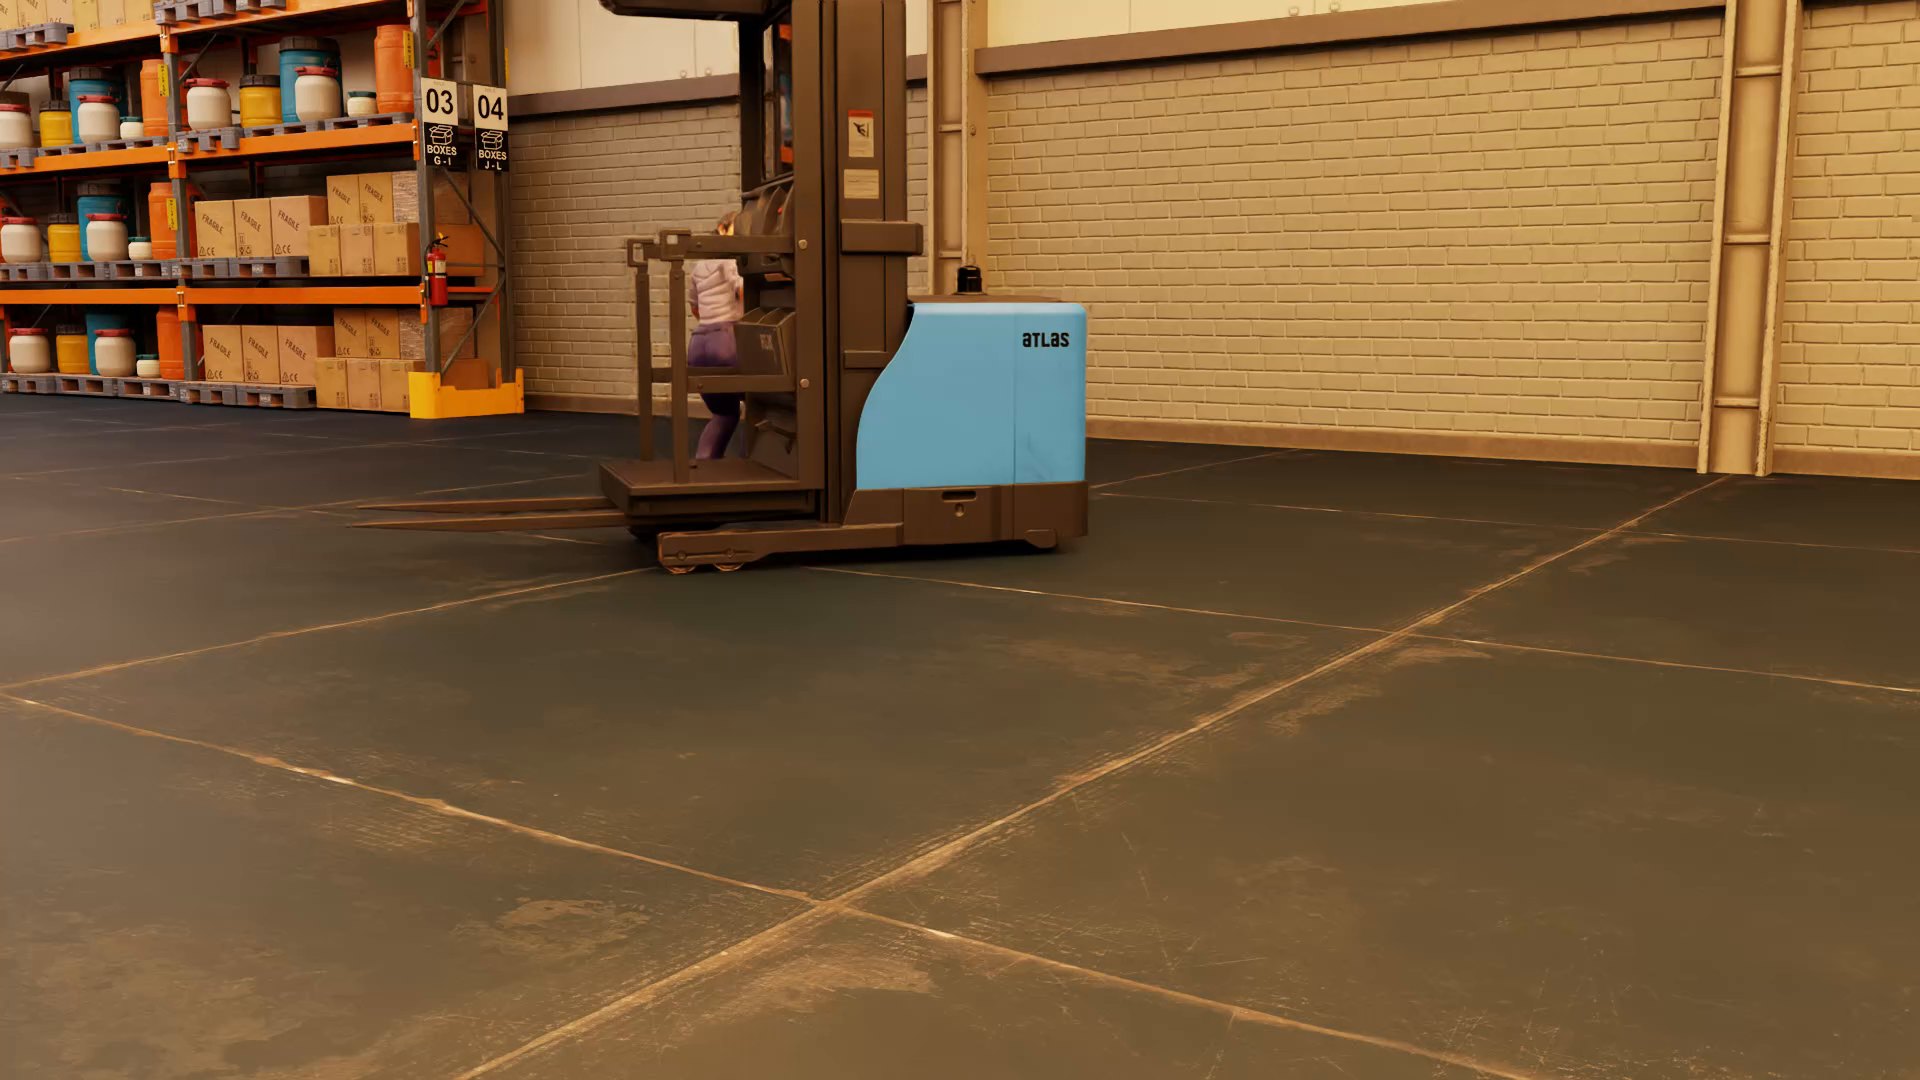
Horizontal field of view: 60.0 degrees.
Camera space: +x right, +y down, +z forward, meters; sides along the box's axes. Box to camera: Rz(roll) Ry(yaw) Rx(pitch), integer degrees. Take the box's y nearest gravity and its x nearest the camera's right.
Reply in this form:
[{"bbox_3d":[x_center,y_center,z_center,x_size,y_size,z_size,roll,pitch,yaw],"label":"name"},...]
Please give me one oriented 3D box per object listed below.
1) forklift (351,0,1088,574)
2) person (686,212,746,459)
[{"bbox_3d":[-1.016,-1.398,7.026,3.031,2.935,1.130,-3,9,-18],"label":"forklift"},{"bbox_3d":[-1.255,-1.022,9.319,0.719,1.609,0.603,8,11,43],"label":"person"}]
